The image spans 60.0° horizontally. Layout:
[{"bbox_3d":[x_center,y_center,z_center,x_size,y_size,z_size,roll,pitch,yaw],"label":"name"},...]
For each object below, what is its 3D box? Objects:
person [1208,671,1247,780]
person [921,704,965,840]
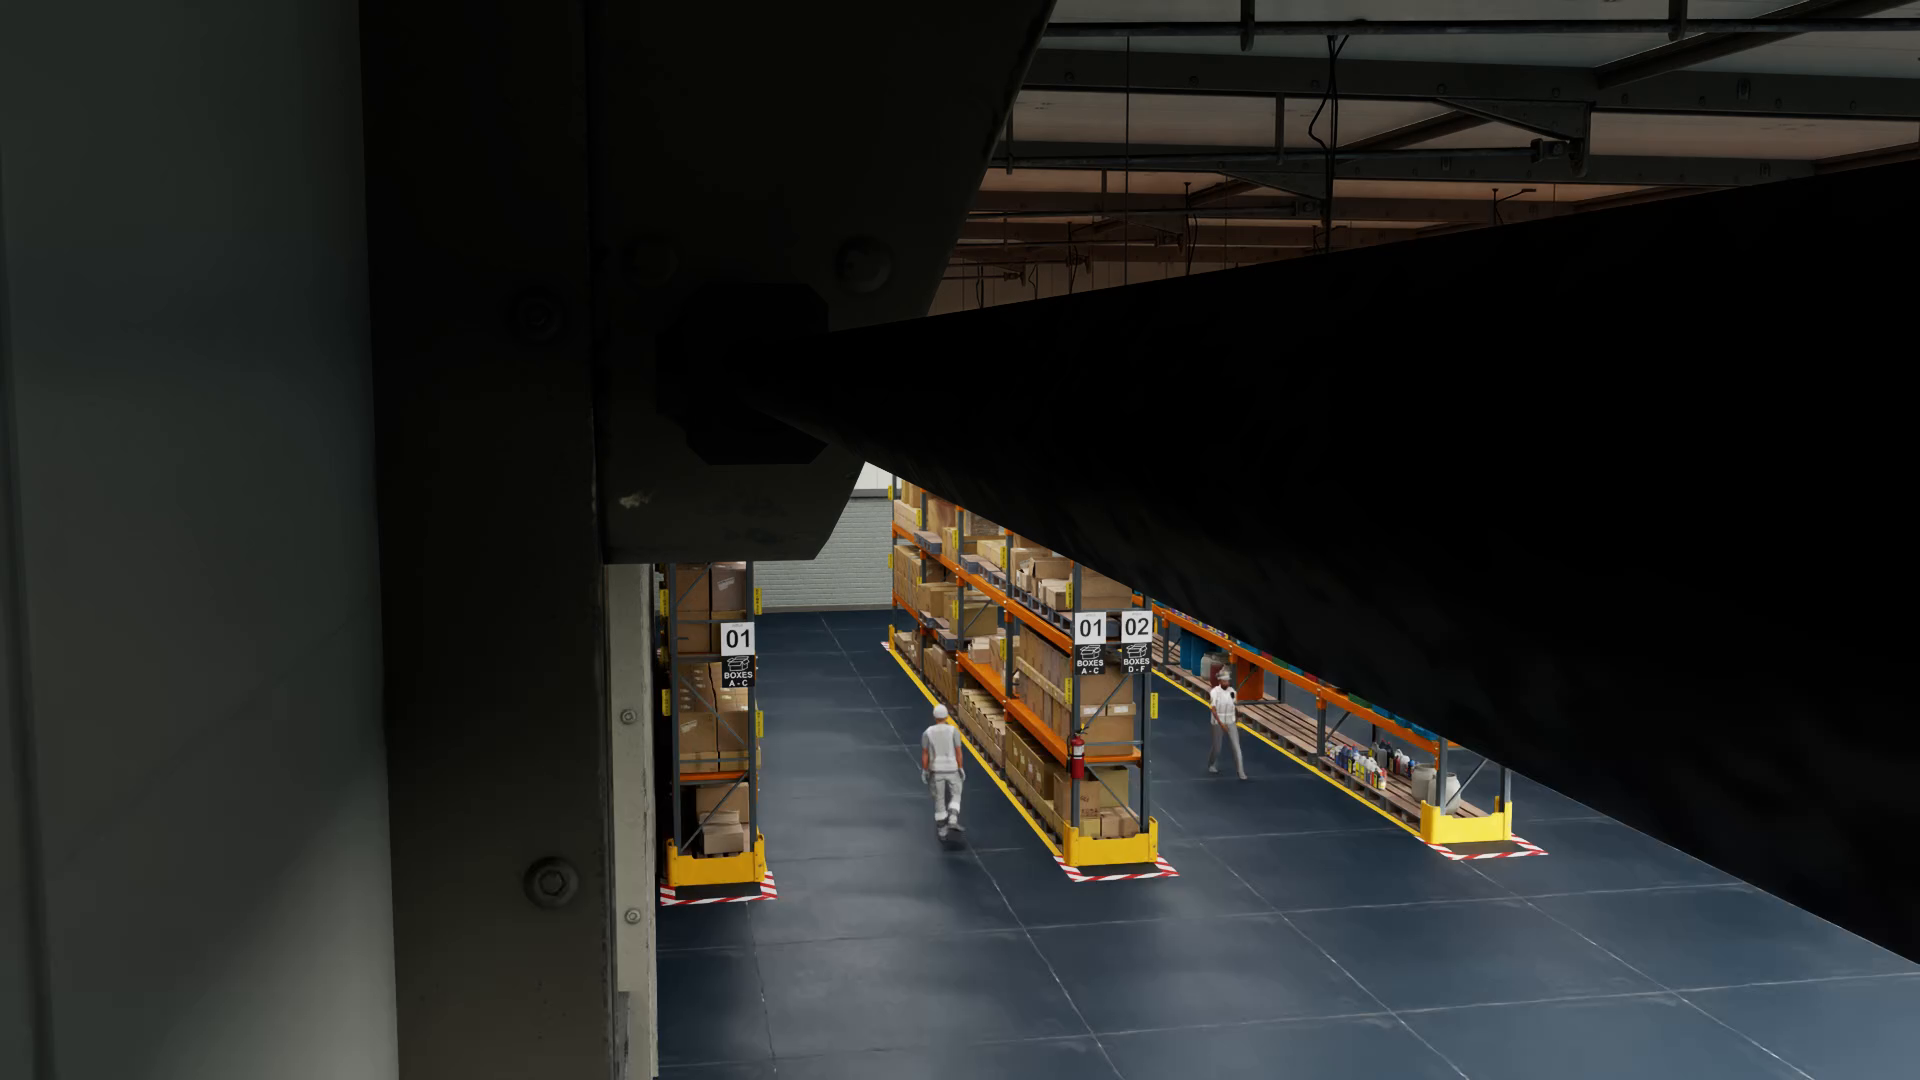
[{"bbox_3d":[4.061,2.789,25.273,0.527,1.641,0.794,0,6,-1],"label":"person"},{"bbox_3d":[-0.221,3.068,21.979,0.579,1.781,0.514,0,6,0],"label":"person"}]
